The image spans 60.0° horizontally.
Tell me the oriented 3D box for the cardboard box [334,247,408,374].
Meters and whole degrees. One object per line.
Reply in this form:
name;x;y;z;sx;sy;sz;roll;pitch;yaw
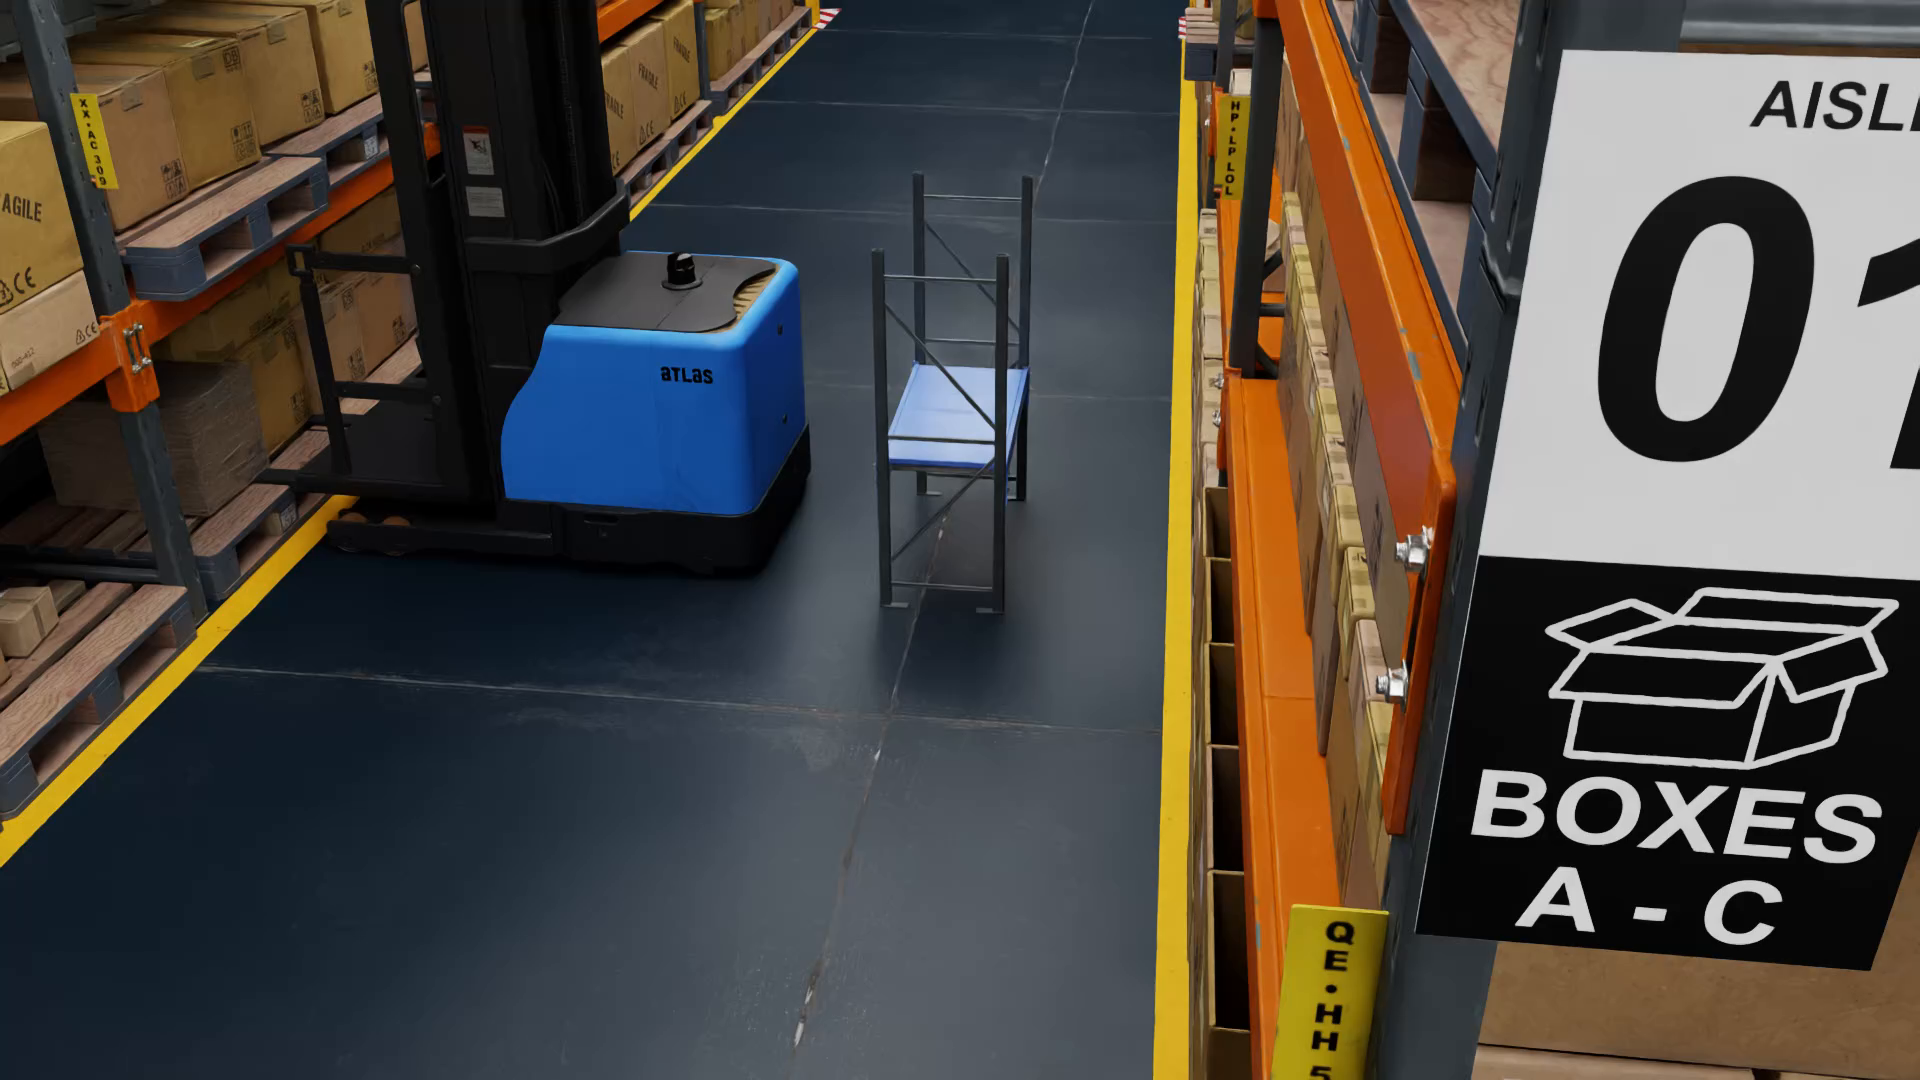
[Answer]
cardboard box;-3.276;-1.179;8.447;0.700;0.500;0.500;3;28;6

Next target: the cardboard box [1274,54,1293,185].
cardboard box;1.699;-1.866;7.446;0.500;0.500;0.500;2;28;3

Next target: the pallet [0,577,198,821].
pallet;-3.566;0.530;6.044;1.003;0.211;1.213;3;28;6

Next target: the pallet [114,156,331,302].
pallet;-3.280;-1.283;6.671;1.003;0.211;1.213;3;28;6

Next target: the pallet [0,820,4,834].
pallet;-3.713;1.106;4.975;1.003;0.211;1.213;3;28;6

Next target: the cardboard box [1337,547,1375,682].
cardboard box;0.893;0.147;3.025;0.380;0.149;0.250;4;29;8

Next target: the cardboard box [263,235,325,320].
cardboard box;-3.334;-1.239;7.769;0.500;0.250;0.500;3;28;5

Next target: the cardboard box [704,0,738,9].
cardboard box;-2.122;-4.648;14.225;0.380;0.149;0.250;4;29;8

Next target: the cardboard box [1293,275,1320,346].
cardboard box;1.082;-0.581;4.377;0.380;0.149;0.250;3;28;6

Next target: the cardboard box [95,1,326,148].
cardboard box;-3.297;-2.066;7.352;0.700;0.500;0.500;7;29;13

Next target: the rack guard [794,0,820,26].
rack guard;-2.045;-5.575;17.072;1.175;0.500;0.348;3;28;6

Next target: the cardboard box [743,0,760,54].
cardboard box;-2.215;-4.690;14.986;0.700;0.500;0.500;4;29;7

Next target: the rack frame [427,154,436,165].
rack frame;-3.028;-2.899;9.468;1.000;3.000;0.127;3;28;6

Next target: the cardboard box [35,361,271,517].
cardboard box;-3.445;-0.457;7.107;0.700;0.500;0.500;4;29;8

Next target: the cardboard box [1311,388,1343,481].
cardboard box;0.987;-0.215;3.697;0.380;0.149;0.250;3;28;6

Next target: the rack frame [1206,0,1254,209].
rack frame;1.889;-2.613;8.937;1.000;3.000;0.127;3;28;6

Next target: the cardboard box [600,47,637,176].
cardboard box;-2.694;-2.888;11.272;0.750;0.750;0.750;3;28;6

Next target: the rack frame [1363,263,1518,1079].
rack frame;0.908;1.153;1.947;1.000;3.000;0.127;3;28;6

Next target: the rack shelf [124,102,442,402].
rack shelf;-3.273;-1.641;7.891;1.077;0.370;4.000;3;28;6

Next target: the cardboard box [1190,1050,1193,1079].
cardboard box;0.790;1.437;3.876;0.500;0.250;0.500;3;28;6

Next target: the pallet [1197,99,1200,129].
pallet;2.464;-3.591;13.694;1.003;0.211;1.213;3;28;6

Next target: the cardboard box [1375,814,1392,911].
cardboard box;0.797;0.509;2.353;0.380;0.149;0.250;4;29;7

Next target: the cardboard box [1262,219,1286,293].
cardboard box;1.324;-1.095;6.262;0.396;0.266;0.258;3;28;5

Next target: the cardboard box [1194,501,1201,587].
cardboard box;1.162;0.084;6.388;0.500;0.250;0.500;3;28;6

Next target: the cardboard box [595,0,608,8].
cardboard box;-2.581;-3.661;11.127;0.380;0.149;0.250;4;29;6

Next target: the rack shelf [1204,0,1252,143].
rack shelf;2.134;-3.238;10.855;1.077;0.370;4.000;3;28;6

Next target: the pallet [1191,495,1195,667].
pallet;1.450;0.149;6.752;1.003;0.211;1.213;3;28;6

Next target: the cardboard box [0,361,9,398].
cardboard box;-3.345;-0.484;5.123;0.500;0.250;0.500;3;29;6

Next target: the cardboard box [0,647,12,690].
cardboard box;-3.606;0.382;5.551;0.500;0.500;0.500;1;28;2

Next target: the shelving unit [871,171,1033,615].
shelving unit;-0.010;-0.620;6.820;0.538;1.500;1.048;3;28;6

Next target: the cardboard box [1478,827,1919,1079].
cardboard box;0.985;0.294;2.069;0.700;0.500;0.500;3;29;6

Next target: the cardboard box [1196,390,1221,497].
cardboard box;1.221;-0.404;6.702;0.500;0.311;0.500;4;29;8

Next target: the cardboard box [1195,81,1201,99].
cardboard box;2.167;-3.874;13.449;0.500;0.500;0.500;3;28;6

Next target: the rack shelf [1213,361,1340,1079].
rack shelf;1.153;0.528;3.865;1.077;0.370;4.000;3;28;6

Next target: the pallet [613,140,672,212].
pallet;-2.705;-2.611;11.873;1.003;0.211;1.213;3;28;6

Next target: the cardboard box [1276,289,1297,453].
cardboard box;1.350;-0.565;5.030;0.700;0.500;0.500;3;28;5

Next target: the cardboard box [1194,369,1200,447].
cardboard box;1.351;-0.635;7.722;0.500;0.250;0.500;4;29;7

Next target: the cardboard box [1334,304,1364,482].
cardboard box;1.166;-0.427;3.407;0.700;0.500;0.500;3;28;6

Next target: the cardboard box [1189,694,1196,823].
cardboard box;0.974;0.731;5.186;0.500;0.250;0.500;3;28;6

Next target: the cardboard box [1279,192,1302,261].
cardboard box;1.173;-0.944;5.051;0.380;0.149;0.250;3;28;6

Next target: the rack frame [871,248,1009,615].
rack frame;-0.073;-0.381;6.376;0.500;1.500;0.032;3;28;6

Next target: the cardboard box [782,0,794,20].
cardboard box;-2.035;-5.414;16.329;0.700;0.500;0.500;3;28;6

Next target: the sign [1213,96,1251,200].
sign;0.859;-1.232;5.236;0.100;0.325;0.005;3;28;6

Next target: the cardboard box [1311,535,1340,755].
cardboard box;1.165;0.161;3.683;0.700;0.500;0.500;4;29;8

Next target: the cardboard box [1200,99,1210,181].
cardboard box;1.892;-2.651;11.180;0.500;0.500;0.500;2;28;4

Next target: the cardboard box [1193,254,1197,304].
cardboard box;1.533;-1.358;9.064;0.500;0.250;0.500;3;28;6

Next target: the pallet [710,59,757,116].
pallet;-2.367;-3.908;14.281;1.003;0.211;1.213;3;28;6

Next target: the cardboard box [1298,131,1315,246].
cardboard box;1.350;-1.136;4.722;0.700;0.500;0.500;3;29;6

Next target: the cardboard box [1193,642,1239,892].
cardboard box;0.908;0.636;4.572;0.500;0.500;0.500;3;28;6

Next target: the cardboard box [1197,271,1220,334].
cardboard box;1.412;-1.117;8.026;0.500;0.311;0.500;3;28;5

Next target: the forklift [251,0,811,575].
forklift;-2.253;-1.464;6.877;3.031;2.935;1.130;4;29;8
